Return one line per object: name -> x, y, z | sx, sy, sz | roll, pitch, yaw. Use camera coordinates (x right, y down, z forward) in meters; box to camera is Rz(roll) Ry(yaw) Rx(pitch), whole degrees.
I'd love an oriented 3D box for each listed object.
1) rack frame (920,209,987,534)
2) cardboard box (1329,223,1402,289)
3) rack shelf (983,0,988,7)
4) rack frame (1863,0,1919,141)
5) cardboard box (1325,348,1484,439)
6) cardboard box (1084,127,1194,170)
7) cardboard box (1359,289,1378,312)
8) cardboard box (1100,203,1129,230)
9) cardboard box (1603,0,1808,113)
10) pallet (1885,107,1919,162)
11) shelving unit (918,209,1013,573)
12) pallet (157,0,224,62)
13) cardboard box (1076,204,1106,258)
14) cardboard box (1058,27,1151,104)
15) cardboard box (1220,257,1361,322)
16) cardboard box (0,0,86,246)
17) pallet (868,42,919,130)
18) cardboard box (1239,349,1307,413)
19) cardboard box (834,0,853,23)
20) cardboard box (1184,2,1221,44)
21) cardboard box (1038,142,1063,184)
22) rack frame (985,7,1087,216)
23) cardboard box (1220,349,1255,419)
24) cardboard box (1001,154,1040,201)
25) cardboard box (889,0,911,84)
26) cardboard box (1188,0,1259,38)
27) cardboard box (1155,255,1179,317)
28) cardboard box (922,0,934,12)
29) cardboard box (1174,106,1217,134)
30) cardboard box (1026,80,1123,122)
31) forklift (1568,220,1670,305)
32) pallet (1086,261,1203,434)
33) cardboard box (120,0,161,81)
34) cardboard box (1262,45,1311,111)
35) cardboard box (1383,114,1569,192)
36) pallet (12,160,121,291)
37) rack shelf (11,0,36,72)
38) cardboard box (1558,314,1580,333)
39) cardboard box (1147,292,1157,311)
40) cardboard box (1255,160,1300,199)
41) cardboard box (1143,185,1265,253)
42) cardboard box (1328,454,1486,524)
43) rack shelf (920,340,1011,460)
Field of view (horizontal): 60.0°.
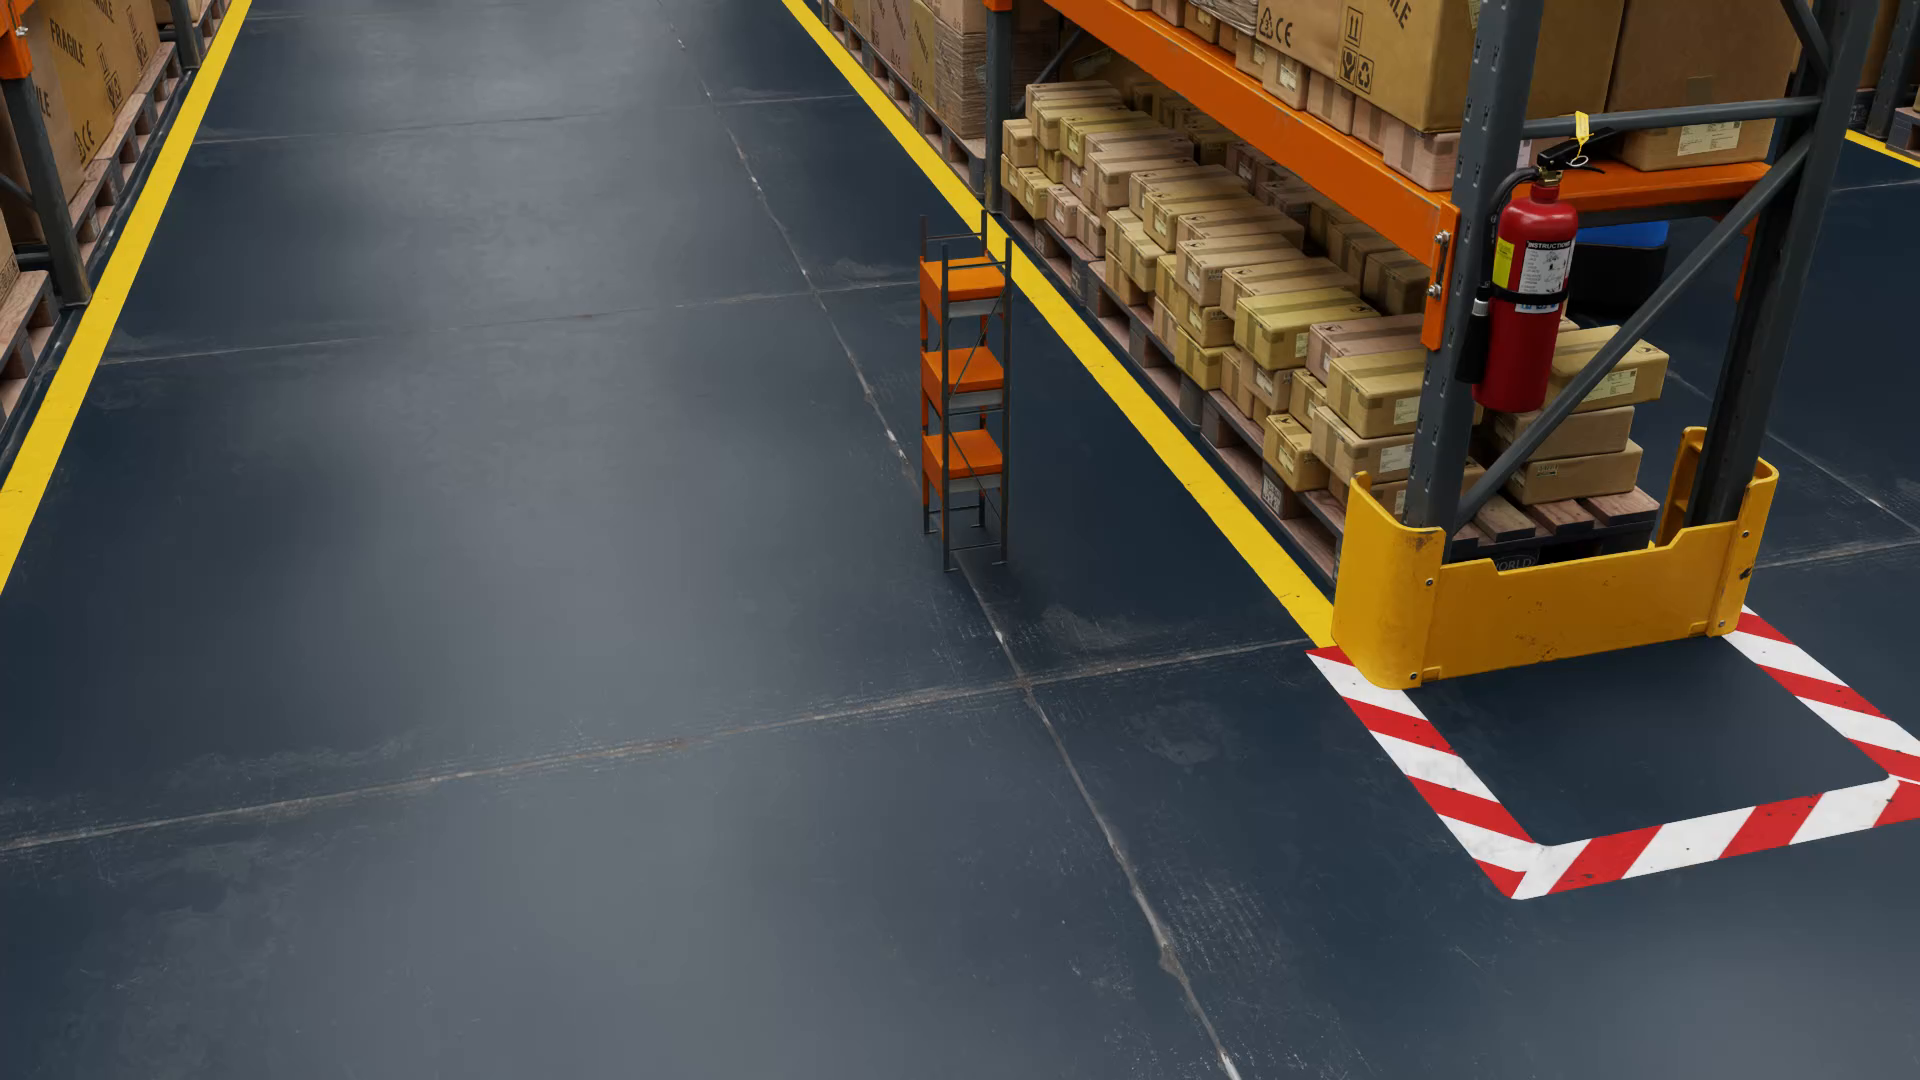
rack frame -> -0.018, -0.487, 5.044 | 0.200, 1.050, 0.008 | -8, 31, -13
cardboard box -> 1.525, -1.008, 5.830 | 0.380, 0.149, 0.250 | -7, 31, -11
rack shelf -> 0.087, -3.591, 9.178 | 1.077, 0.370, 4.000 | -8, 31, -13
rack frame -> 5.426, -3.547, 8.384 | 1.000, 3.000, 0.127 | -8, 31, -13
cardboard box -> 1.294, -0.432, 4.834 | 0.380, 0.149, 0.250 | -7, 31, -13
cardboard box -> 0.731, -1.568, 6.798 | 0.380, 0.149, 0.250 | -9, 31, -15
cardboard box -> 1.494, -0.868, 5.886 | 0.380, 0.149, 0.250 | -9, 31, -16
cardboard box -> 0.777, -1.305, 6.641 | 0.380, 0.149, 0.250 | -6, 31, -11
cardboard box -> 1.826, -1.430, 4.329 | 0.500, 0.500, 0.500 | -6, 31, -11
pallet -> 5.553, -1.962, 8.430 | 1.003, 0.211, 1.213 | -8, 31, -13
shelving unit -> 0.014, -0.429, 4.942 | 0.215, 1.050, 0.252 | -8, 31, -13
pallet -> -5.396, -3.332, 10.796 | 1.003, 0.211, 1.213 | -8, 31, -13
cardboard box -> 0.707, -1.308, 6.942 | 0.380, 0.149, 0.250 | -8, 31, -14
cardboard box -> 0.677, -2.428, 8.527 | 0.500, 0.500, 0.500 | -7, 31, -11
cardboard box -> 1.084, -0.802, 5.475 | 0.380, 0.149, 0.250 | -9, 31, -15
cardboard box -> -4.370, -1.780, 7.033 | 0.875, 0.875, 0.875 | -7, 31, -12
pallet -> 0.082, -2.696, 9.696 | 1.003, 0.211, 1.213 | -8, 31, -13
cardboard box -> 1.124, -0.549, 5.333 | 0.380, 0.149, 0.250 | -9, 31, -15
cardboard box -> -0.502, -3.593, 10.539 | 0.500, 0.500, 0.500 | -9, 31, -15
cardboard box -> 0.977, -1.775, 5.574 | 0.380, 0.149, 0.250 | -7, 31, -12
cardboard box -> 0.559, -1.685, 7.297 | 0.380, 0.149, 0.250 | -8, 31, -13
rack frame -> 0.617, -2.936, 7.329 | 1.000, 3.000, 0.127 | -8, 31, -13
cardboard box -> 1.107, -0.546, 5.626 | 0.380, 0.149, 0.250 | -8, 31, -13
cardboard box -> 0.404, -1.666, 7.560 | 0.380, 0.149, 0.250 | -9, 31, -15
cardboard box -> -0.090, -2.856, 9.267 | 0.500, 0.500, 0.500 | -9, 31, -14
cardboard box -> 1.036, -1.852, 5.059 | 0.500, 0.500, 0.500 | -8, 31, -13
cardboard box -> 0.924, -0.923, 5.981 | 0.380, 0.149, 0.250 | -6, 31, -11
cardboard box -> 0.052, -2.937, 8.657 | 0.500, 0.250, 0.500 | -6, 31, -11
cardboard box -> 1.142, -1.767, 7.141 | 0.380, 0.149, 0.250 | -8, 31, -14
cardboard box -> 0.509, -1.948, 7.454 | 0.380, 0.149, 0.250 | -7, 31, -11
forklift -> 2.670, -2.949, 7.420 | 1.130, 2.935, 3.031 | 7, 31, 11
pallet -> 1.157, -0.819, 6.455 | 1.003, 0.211, 1.213 | -8, 31, -13
cardboard box -> -5.087, -3.079, 9.277 | 0.875, 0.875, 0.875 | -8, 31, -14
cardboard box -> 1.119, -1.380, 4.890 | 0.380, 0.149, 0.250 | -7, 31, -12
cardboard box -> 1.320, -1.016, 4.261 | 0.380, 0.149, 0.250 | -8, 31, -13
pallet -> -4.406, -1.385, 7.432 | 1.003, 0.211, 1.213 | -8, 31, -13
rack shelf -> -4.659, -2.884, 7.956 | 1.077, 0.370, 4.000 | -8, 31, -13
cardboard box -> 1.678, -0.625, 5.169 | 0.380, 0.149, 0.250 | -7, 31, -12
cardboard box -> 0.931, -0.928, 6.285 | 0.380, 0.149, 0.250 | -7, 31, -12
cardboard box -> 1.380, -1.384, 6.480 | 0.380, 0.149, 0.250 | -9, 31, -15
cardboard box -> 0.899, -1.190, 6.144 | 0.380, 0.149, 0.250 | -8, 31, -13
cardboard box -> 1.338, -0.179, 4.991 | 0.380, 0.149, 0.250 | -7, 31, -12
rack shelf -> 0.014, -0.419, 4.948 | 0.215, 0.259, 0.240 | -8, 31, -13
